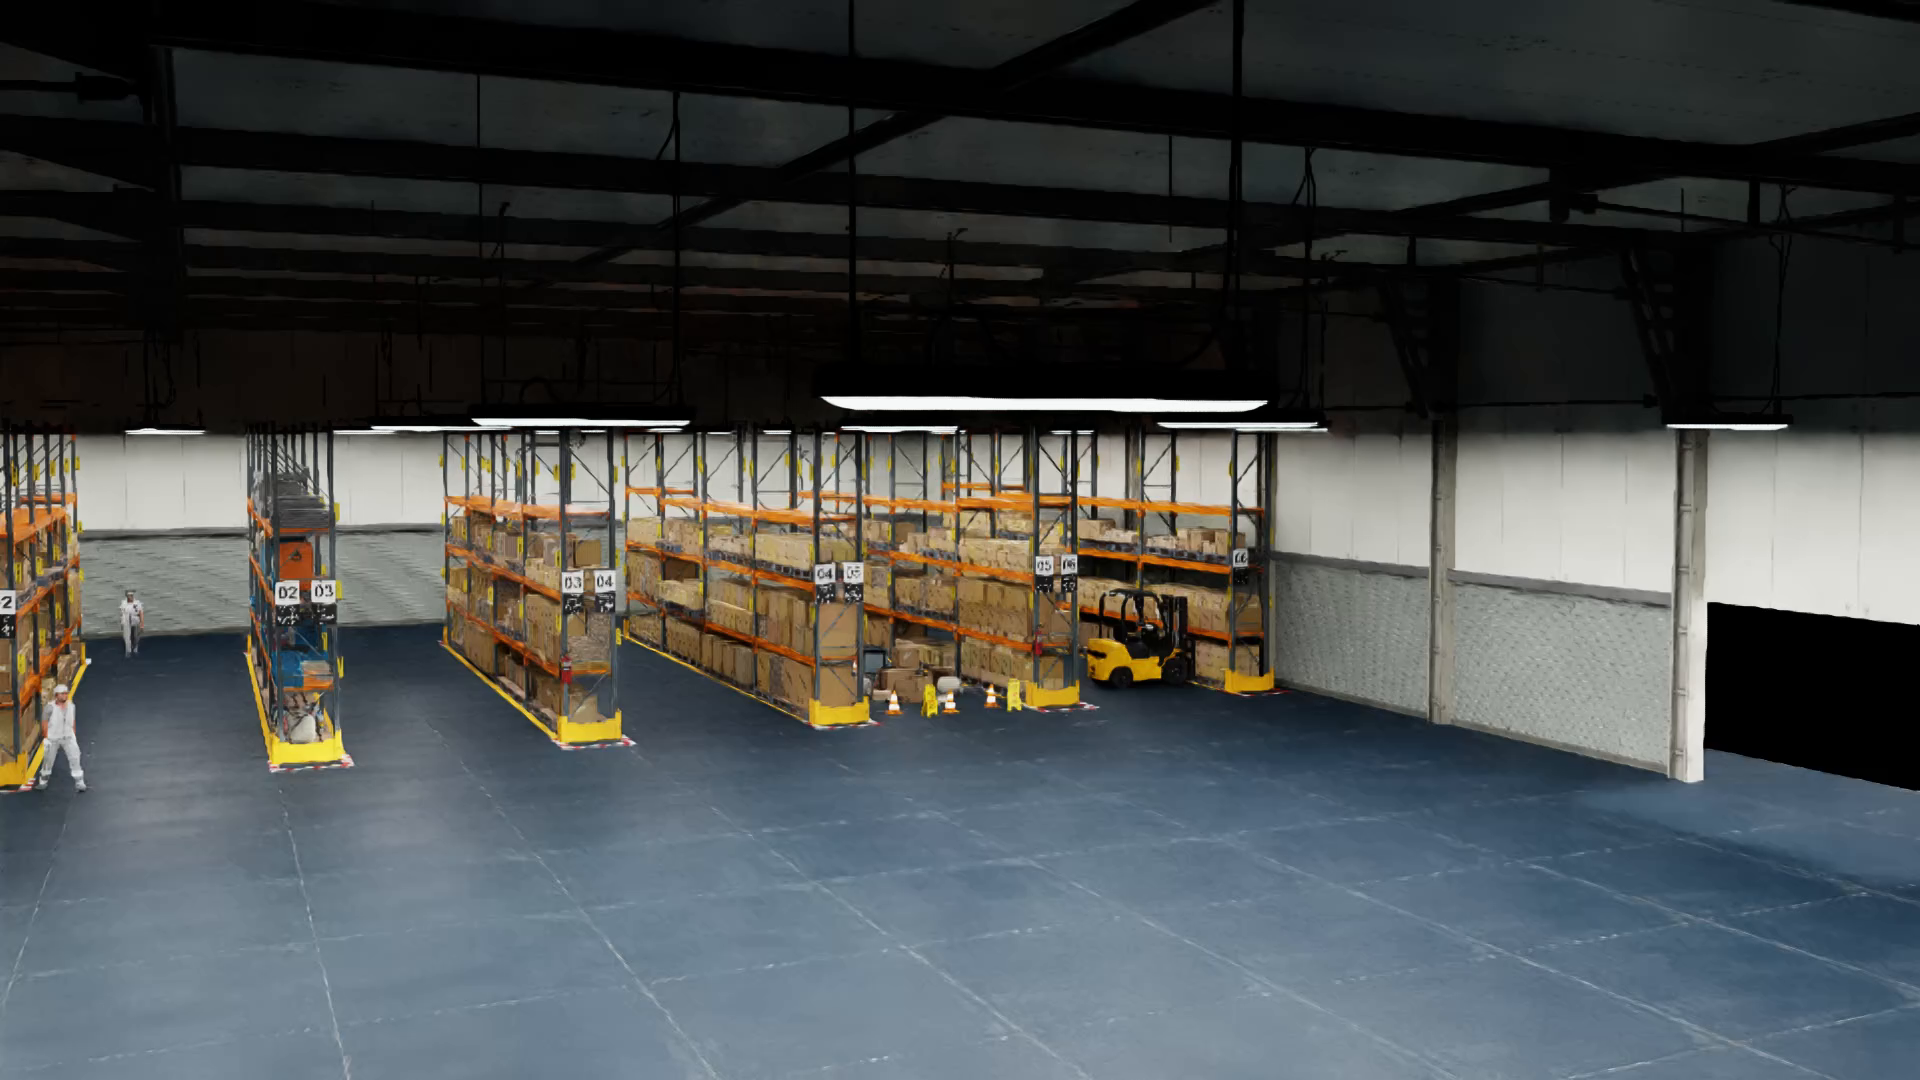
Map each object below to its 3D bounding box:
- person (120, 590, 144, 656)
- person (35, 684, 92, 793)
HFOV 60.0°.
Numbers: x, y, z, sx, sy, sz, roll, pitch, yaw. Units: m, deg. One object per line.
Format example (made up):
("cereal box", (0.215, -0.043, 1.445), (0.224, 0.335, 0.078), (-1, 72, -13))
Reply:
("person", (-21.600, 2.150, 43.383), (0.554, 1.712, 1.040), (-2, 4, -25))
("person", (-14.414, 3.179, 26.632), (0.947, 1.761, 0.586), (3, 5, 40))
